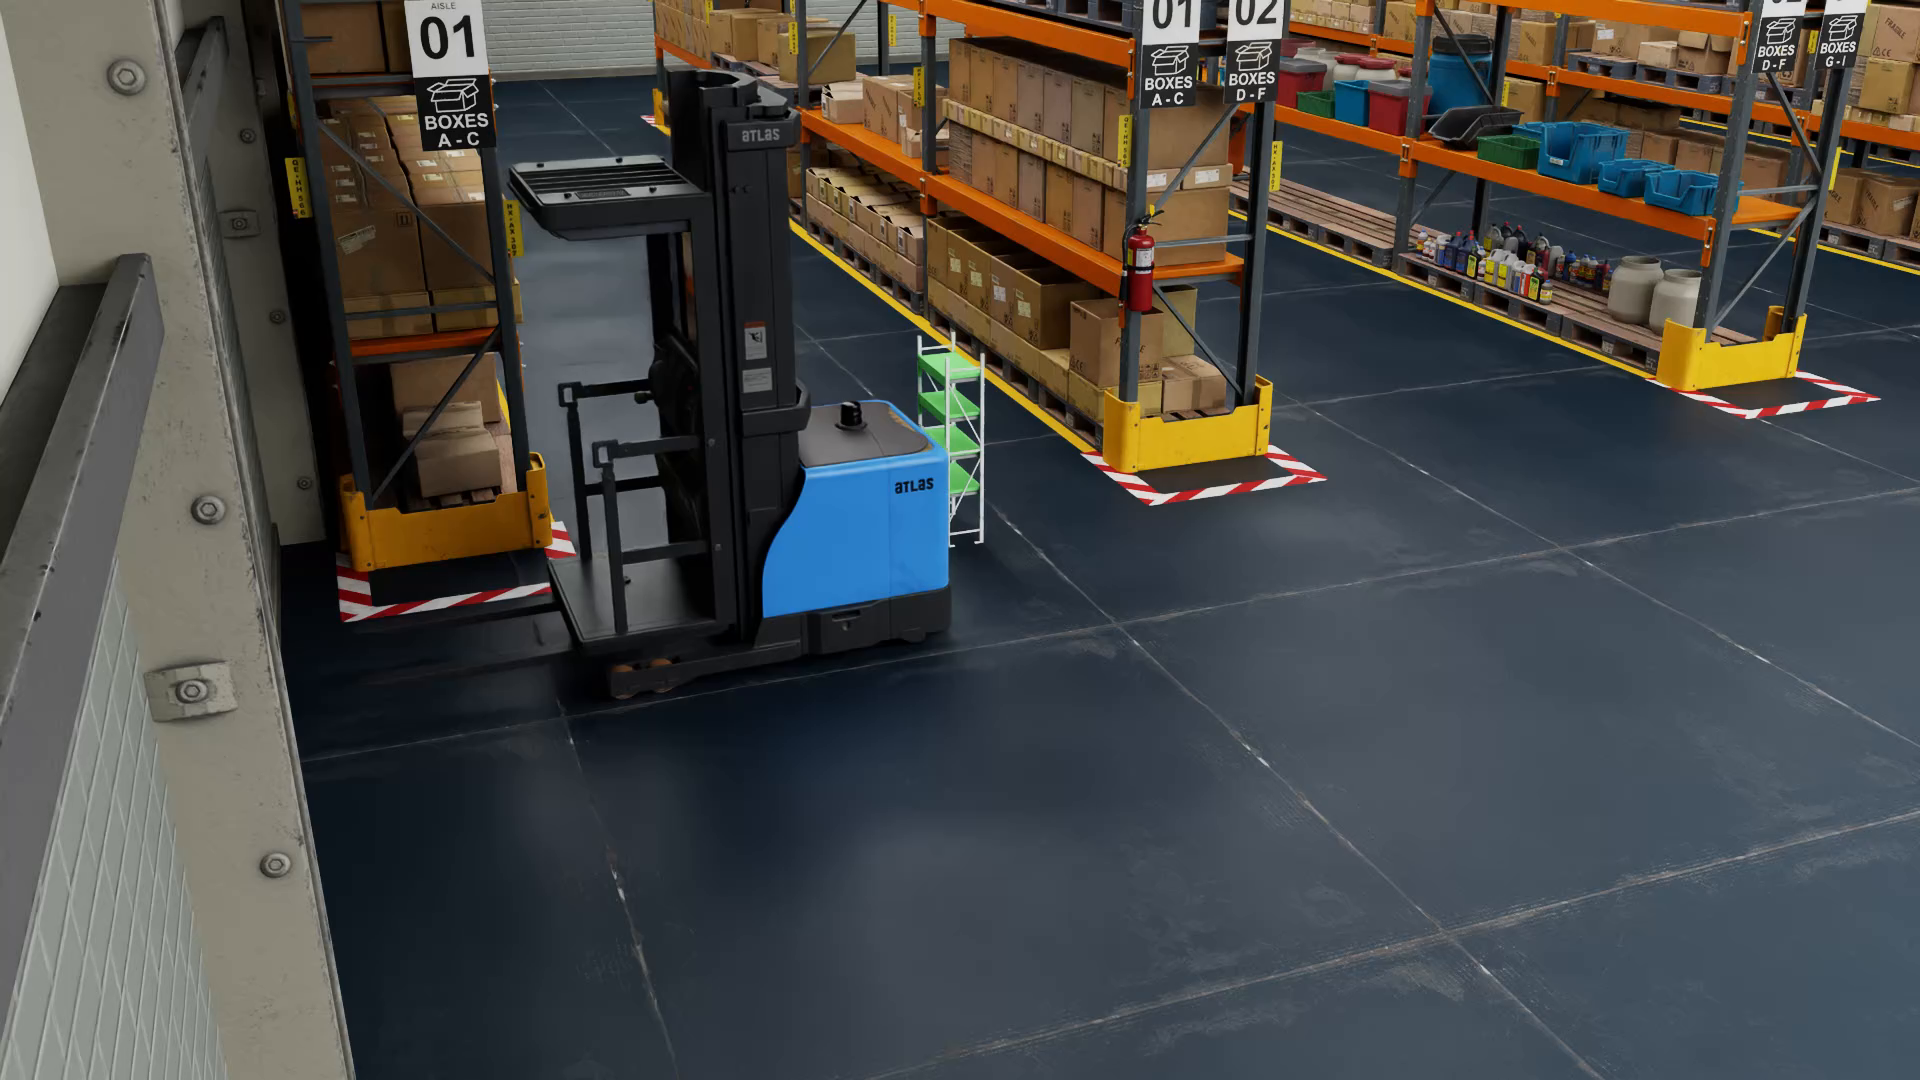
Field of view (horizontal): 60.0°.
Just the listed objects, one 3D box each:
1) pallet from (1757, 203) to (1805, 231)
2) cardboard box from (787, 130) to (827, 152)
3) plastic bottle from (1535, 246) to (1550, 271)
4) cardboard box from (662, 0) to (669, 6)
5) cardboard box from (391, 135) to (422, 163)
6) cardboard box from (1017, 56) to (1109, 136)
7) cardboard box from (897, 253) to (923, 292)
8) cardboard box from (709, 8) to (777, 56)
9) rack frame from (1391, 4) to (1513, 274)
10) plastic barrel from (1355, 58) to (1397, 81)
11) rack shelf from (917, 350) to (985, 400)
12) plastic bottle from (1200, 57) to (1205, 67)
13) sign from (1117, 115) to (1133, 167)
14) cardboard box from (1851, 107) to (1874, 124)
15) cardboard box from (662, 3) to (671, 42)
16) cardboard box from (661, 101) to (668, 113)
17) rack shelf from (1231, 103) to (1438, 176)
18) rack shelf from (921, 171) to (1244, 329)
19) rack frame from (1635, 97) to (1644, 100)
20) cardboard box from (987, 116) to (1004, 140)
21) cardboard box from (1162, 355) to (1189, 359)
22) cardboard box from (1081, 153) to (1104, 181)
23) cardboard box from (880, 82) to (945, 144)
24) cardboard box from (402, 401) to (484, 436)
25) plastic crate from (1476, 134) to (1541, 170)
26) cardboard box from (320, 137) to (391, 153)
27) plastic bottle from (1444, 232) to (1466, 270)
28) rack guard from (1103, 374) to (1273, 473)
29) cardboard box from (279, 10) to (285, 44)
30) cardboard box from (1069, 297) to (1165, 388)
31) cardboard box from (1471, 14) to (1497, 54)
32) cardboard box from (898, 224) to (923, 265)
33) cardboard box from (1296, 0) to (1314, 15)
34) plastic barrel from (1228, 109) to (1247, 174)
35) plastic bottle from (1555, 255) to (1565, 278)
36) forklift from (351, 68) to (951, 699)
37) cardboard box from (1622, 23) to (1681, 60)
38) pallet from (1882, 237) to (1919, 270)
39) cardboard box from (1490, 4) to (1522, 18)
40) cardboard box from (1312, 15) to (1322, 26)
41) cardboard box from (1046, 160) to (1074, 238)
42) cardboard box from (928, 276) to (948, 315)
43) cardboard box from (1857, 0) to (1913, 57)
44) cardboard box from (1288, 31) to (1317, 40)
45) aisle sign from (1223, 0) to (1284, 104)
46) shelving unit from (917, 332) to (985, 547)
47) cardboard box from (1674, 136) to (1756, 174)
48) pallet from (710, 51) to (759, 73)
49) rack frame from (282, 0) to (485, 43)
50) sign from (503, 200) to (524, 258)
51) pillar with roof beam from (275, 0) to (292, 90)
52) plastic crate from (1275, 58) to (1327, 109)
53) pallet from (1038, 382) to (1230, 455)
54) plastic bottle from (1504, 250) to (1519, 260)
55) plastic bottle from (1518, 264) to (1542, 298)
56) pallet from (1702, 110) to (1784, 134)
[{"bbox_3d":[9.152,-3.791,18.973,1.003,0.211,1.213,-8,24,-19],"label":"pallet"},{"bbox_3d":[-1.828,-4.613,19.019,0.500,0.250,0.500,-7,24,-17],"label":"cardboard box"},{"bbox_3d":[5.428,-2.609,15.509,0.061,0.283,0.133,-8,24,-19],"label":"plastic bottle"},{"bbox_3d":[-3.978,-7.916,23.754,0.500,0.500,0.500,-8,24,-18],"label":"cardboard box"},{"bbox_3d":[-3.668,-2.546,11.630,0.500,0.500,0.500,-9,24,-21],"label":"cardboard box"},{"bbox_3d":[0.854,-3.372,12.589,0.700,0.500,0.500,-8,24,-19],"label":"cardboard box"},{"bbox_3d":[-0.258,-2.473,15.255,0.500,0.250,0.500,-9,24,-20],"label":"cardboard box"},{"bbox_3d":[-2.709,-6.379,20.854,0.700,0.500,0.500,-18,29,-36],"label":"cardboard box"},{"bbox_3d":[4.795,-4.114,16.148,1.000,3.000,0.127,-8,24,-19],"label":"rack frame"},{"bbox_3d":[4.403,-4.821,17.651,0.433,0.535,0.433,0,23,0],"label":"plastic barrel"},{"bbox_3d":[-0.058,-0.996,9.998,0.258,0.148,0.480,-8,24,-19],"label":"rack shelf"},{"bbox_3d":[3.108,-6.175,21.204,0.097,0.271,0.097,0,23,0],"label":"plastic bottle"},{"bbox_3d":[1.060,-2.555,10.655,0.100,0.325,0.005,-8,24,-19],"label":"sign"},{"bbox_3d":[9.413,-4.379,17.100,0.380,0.149,0.250,-8,24,-19],"label":"cardboard box"},{"bbox_3d":[-3.983,-7.458,23.953,0.500,0.500,0.500,-9,24,-20],"label":"cardboard box"},{"bbox_3d":[-4.253,-6.485,24.879,0.380,0.149,0.250,-8,24,-19],"label":"cardboard box"},{"bbox_3d":[4.088,-4.509,18.012,1.077,0.370,4.000,-8,24,-19],"label":"rack shelf"},{"bbox_3d":[0.866,-2.377,12.955,1.077,0.370,4.000,-8,24,-19],"label":"rack shelf"},{"bbox_3d":[11.278,-8.344,26.185,1.000,3.000,0.127,-8,24,-19],"label":"rack frame"},{"bbox_3d":[0.435,-3.285,13.219,0.380,0.149,0.250,-9,25,-21],"label":"cardboard box"},{"bbox_3d":[1.411,-1.315,12.508,0.500,0.250,0.500,-8,24,-19],"label":"cardboard box"},{"bbox_3d":[1.075,-2.628,11.658,0.380,0.149,0.250,-9,24,-20],"label":"cardboard box"},{"bbox_3d":[-0.460,-4.136,16.073,0.500,0.500,0.500,-8,24,-19],"label":"cardboard box"},{"bbox_3d":[-3.422,-0.736,11.029,0.500,0.311,0.500,-6,24,-15],"label":"cardboard box"},{"bbox_3d":[5.010,-3.484,14.927,0.450,0.188,0.662,-8,24,-19],"label":"plastic crate"},{"bbox_3d":[-4.153,-2.470,11.451,0.500,0.500,0.500,-8,24,-18],"label":"cardboard box"},{"bbox_3d":[4.692,-2.746,15.746,0.144,0.351,0.185,-8,24,-18],"label":"plastic bottle"},{"bbox_3d":[1.581,-0.822,11.556,1.175,0.500,0.348,-8,24,-19],"label":"rack guard"},{"bbox_3d":[-3.639,-3.031,9.563,0.500,0.500,0.500,-8,24,-19],"label":"cardboard box"},{"bbox_3d":[1.105,-1.408,11.763,0.500,0.500,0.500,-8,24,-19],"label":"cardboard box"},{"bbox_3d":[7.252,-6.808,22.413,0.500,0.500,0.500,-9,25,-21],"label":"cardboard box"},{"bbox_3d":[-0.252,-2.728,15.138,0.500,0.311,0.500,-8,24,-19],"label":"cardboard box"},{"bbox_3d":[5.659,-8.450,26.247,0.500,0.250,0.500,-9,24,-20],"label":"cardboard box"},{"bbox_3d":[3.193,-4.936,20.353,0.600,0.830,0.708,-8,24,-19],"label":"plastic barrel"},{"bbox_3d":[5.595,-2.547,15.467,0.097,0.201,0.097,0,23,0],"label":"plastic bottle"},{"bbox_3d":[-1.616,-0.784,8.335,3.031,2.935,1.130,-9,24,-20],"label":"forklift"},{"bbox_3d":[8.534,-6.107,20.207,0.700,0.500,0.500,-5,23,-11],"label":"cardboard box"},{"bbox_3d":[10.133,-2.825,16.681,1.003,0.211,1.213,-8,24,-19],"label":"pallet"},{"bbox_3d":[7.544,-7.260,22.193,0.797,0.503,0.637,-8,24,-18],"label":"cardboard box"},{"bbox_3d":[5.734,-8.117,25.970,0.380,0.149,0.250,-9,24,-20],"label":"cardboard box"},{"bbox_3d":[1.059,-2.571,12.359,0.700,0.500,0.500,-8,24,-19],"label":"cardboard box"},{"bbox_3d":[0.039,-2.152,14.493,0.500,0.250,0.500,-8,24,-19],"label":"cardboard box"},{"bbox_3d":[9.349,-5.239,17.019,0.500,0.500,0.500,-8,24,-19],"label":"cardboard box"},{"bbox_3d":[5.811,-7.816,27.127,0.875,0.875,0.875,-8,24,-19],"label":"cardboard box"},{"bbox_3d":[1.882,-3.198,10.629,0.394,0.787,0.004,-8,24,-19],"label":"aisle sign"},{"bbox_3d":[-0.058,-0.613,10.160,0.258,1.200,0.503,-8,24,-19],"label":"shelving unit"},{"bbox_3d":[8.883,-4.449,19.597,0.700,0.500,0.500,-11,25,-24],"label":"cardboard box"},{"bbox_3d":[-2.487,-5.949,20.749,1.003,0.211,1.213,-8,24,-19],"label":"pallet"},{"bbox_3d":[-3.061,-4.066,8.310,1.000,3.000,0.127,-8,24,-19],"label":"rack frame"},{"bbox_3d":[-2.553,-1.775,9.484,0.100,0.325,0.005,-8,24,-19],"label":"sign"},{"bbox_3d":[-6.448,-11.332,25.551,9.100,9.000,0.400,-8,24,-19],"label":"pillar with roof beam"},{"bbox_3d":[3.666,-4.968,18.092,0.402,0.464,0.583,-8,24,-19],"label":"plastic crate"},{"bbox_3d":[1.263,-0.969,12.278,1.003,0.211,1.213,-8,24,-19],"label":"pallet"},{"bbox_3d":[5.038,-2.518,15.302,0.152,0.276,0.135,-8,24,-19],"label":"plastic bottle"},{"bbox_3d":[5.085,-2.311,14.810,0.152,0.276,0.135,-8,24,-19],"label":"plastic bottle"},{"bbox_3d":[11.989,-6.332,25.002,1.003,0.211,1.213,-8,24,-19],"label":"pallet"}]
